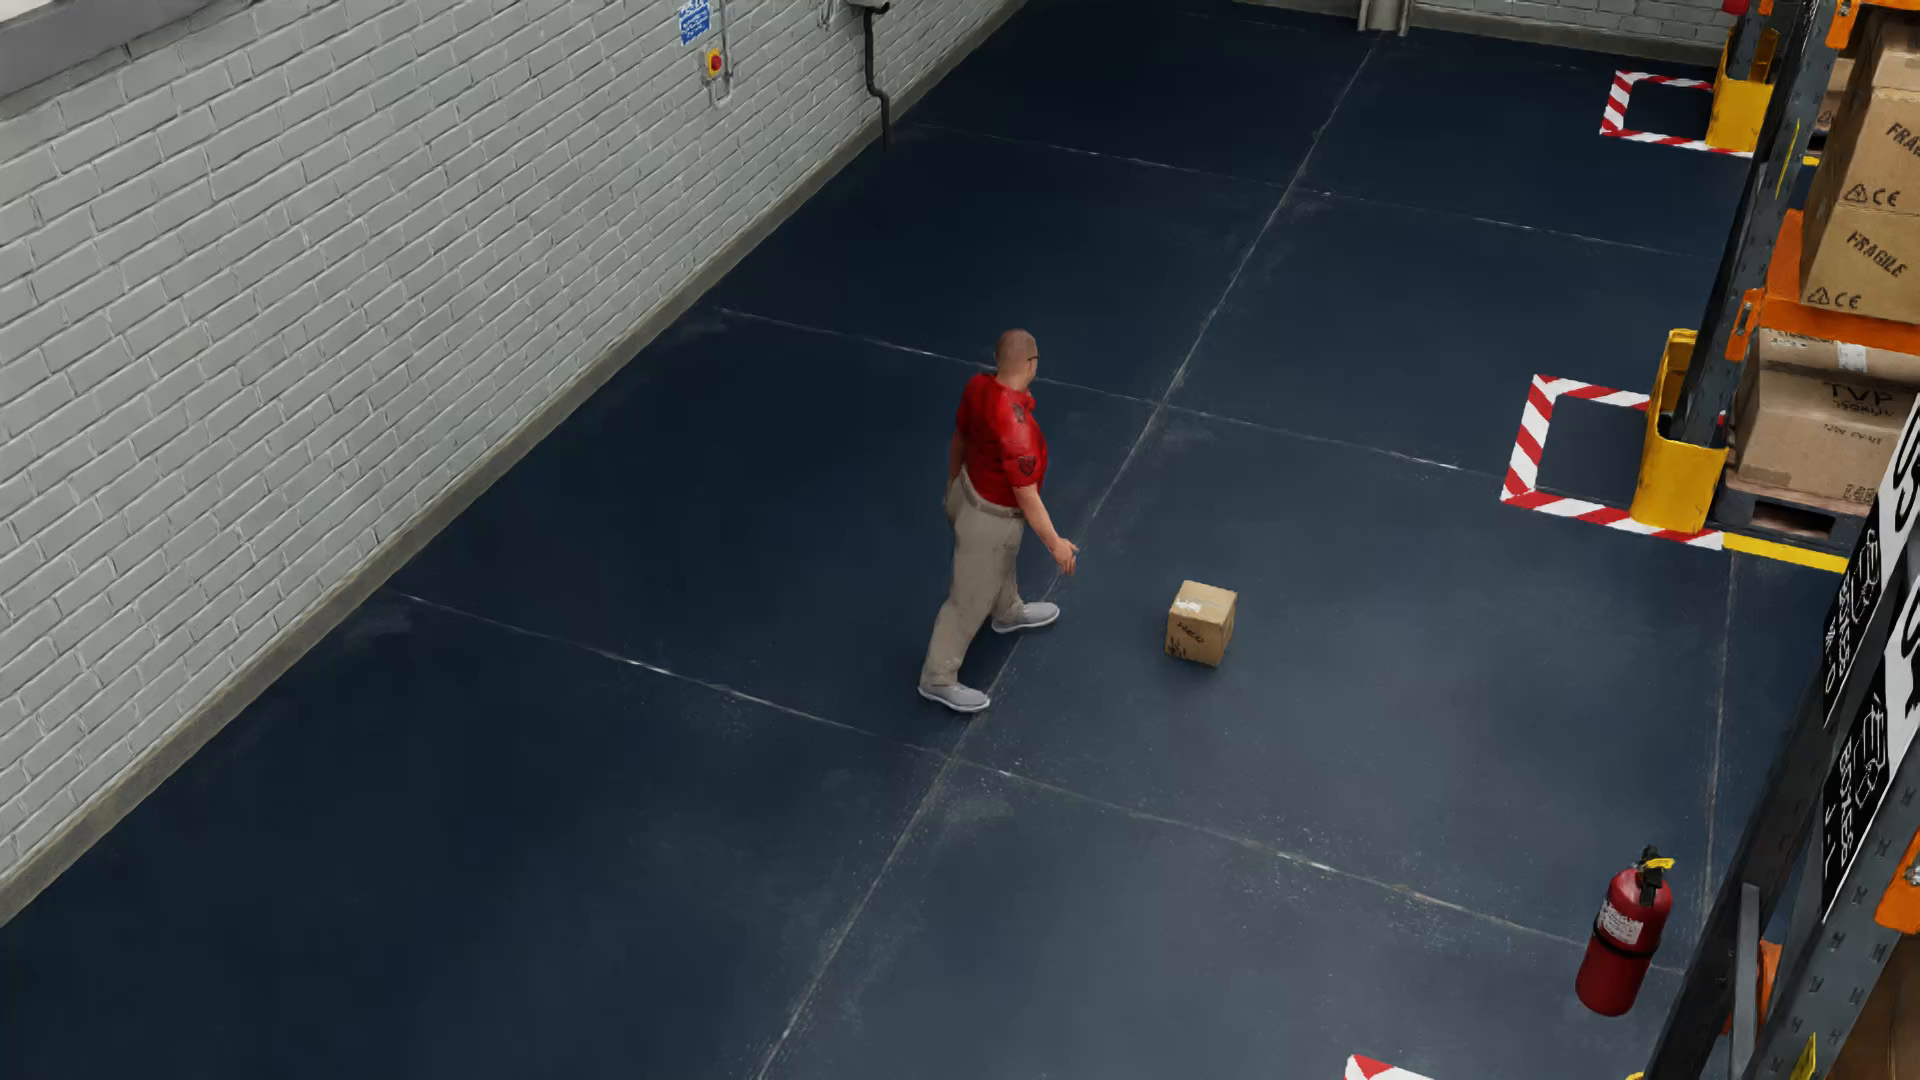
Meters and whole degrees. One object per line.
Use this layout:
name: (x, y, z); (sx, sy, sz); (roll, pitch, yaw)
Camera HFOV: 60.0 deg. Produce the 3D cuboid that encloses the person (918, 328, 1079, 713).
person: (0.159, -0.102, 6.983); (0.757, 1.690, 0.677); (-9, 38, -11)
